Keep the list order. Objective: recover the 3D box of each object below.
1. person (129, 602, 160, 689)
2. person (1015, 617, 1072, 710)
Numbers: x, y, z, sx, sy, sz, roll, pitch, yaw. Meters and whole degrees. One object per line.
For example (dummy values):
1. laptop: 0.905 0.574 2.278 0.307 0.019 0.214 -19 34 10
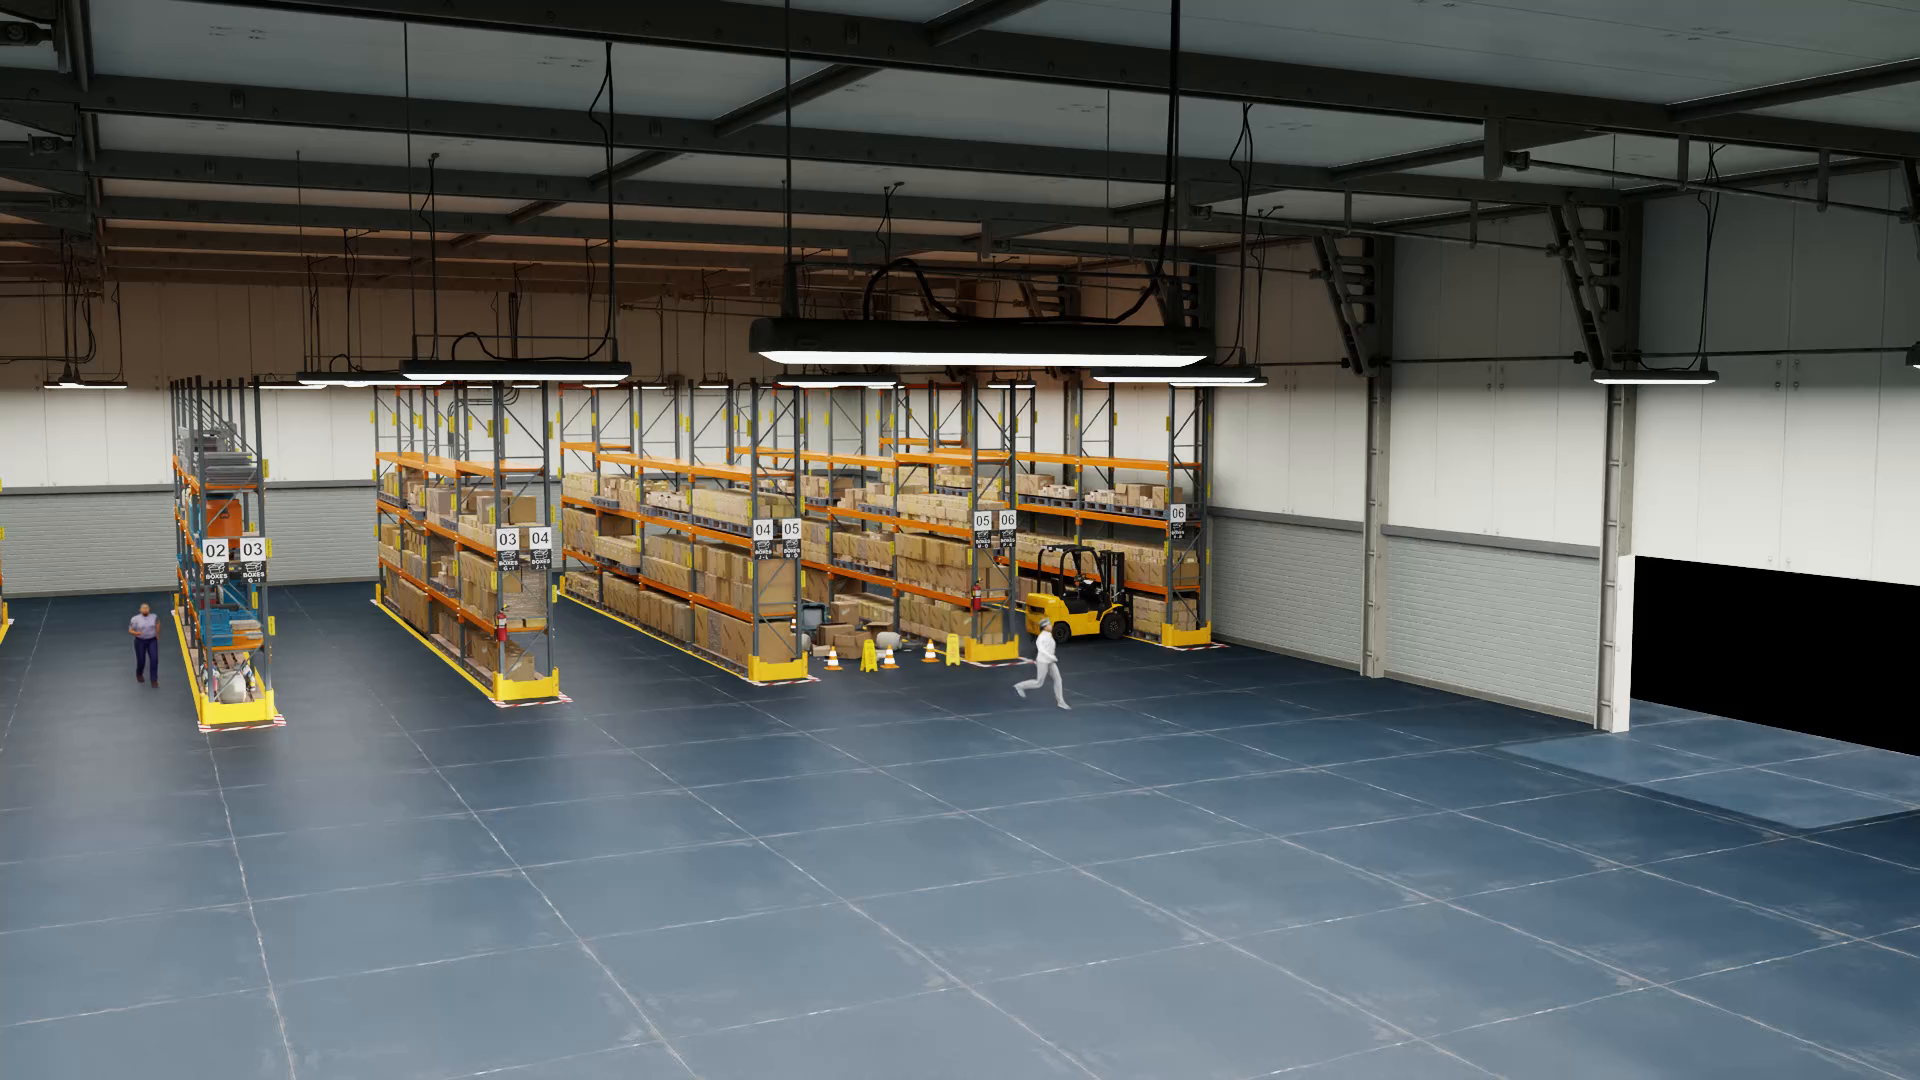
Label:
1. person: -15.841 2.026 32.340 0.577 1.650 0.925 -3 6 -34
2. person: 1.513 2.235 30.110 1.053 1.689 0.588 2 5 22
